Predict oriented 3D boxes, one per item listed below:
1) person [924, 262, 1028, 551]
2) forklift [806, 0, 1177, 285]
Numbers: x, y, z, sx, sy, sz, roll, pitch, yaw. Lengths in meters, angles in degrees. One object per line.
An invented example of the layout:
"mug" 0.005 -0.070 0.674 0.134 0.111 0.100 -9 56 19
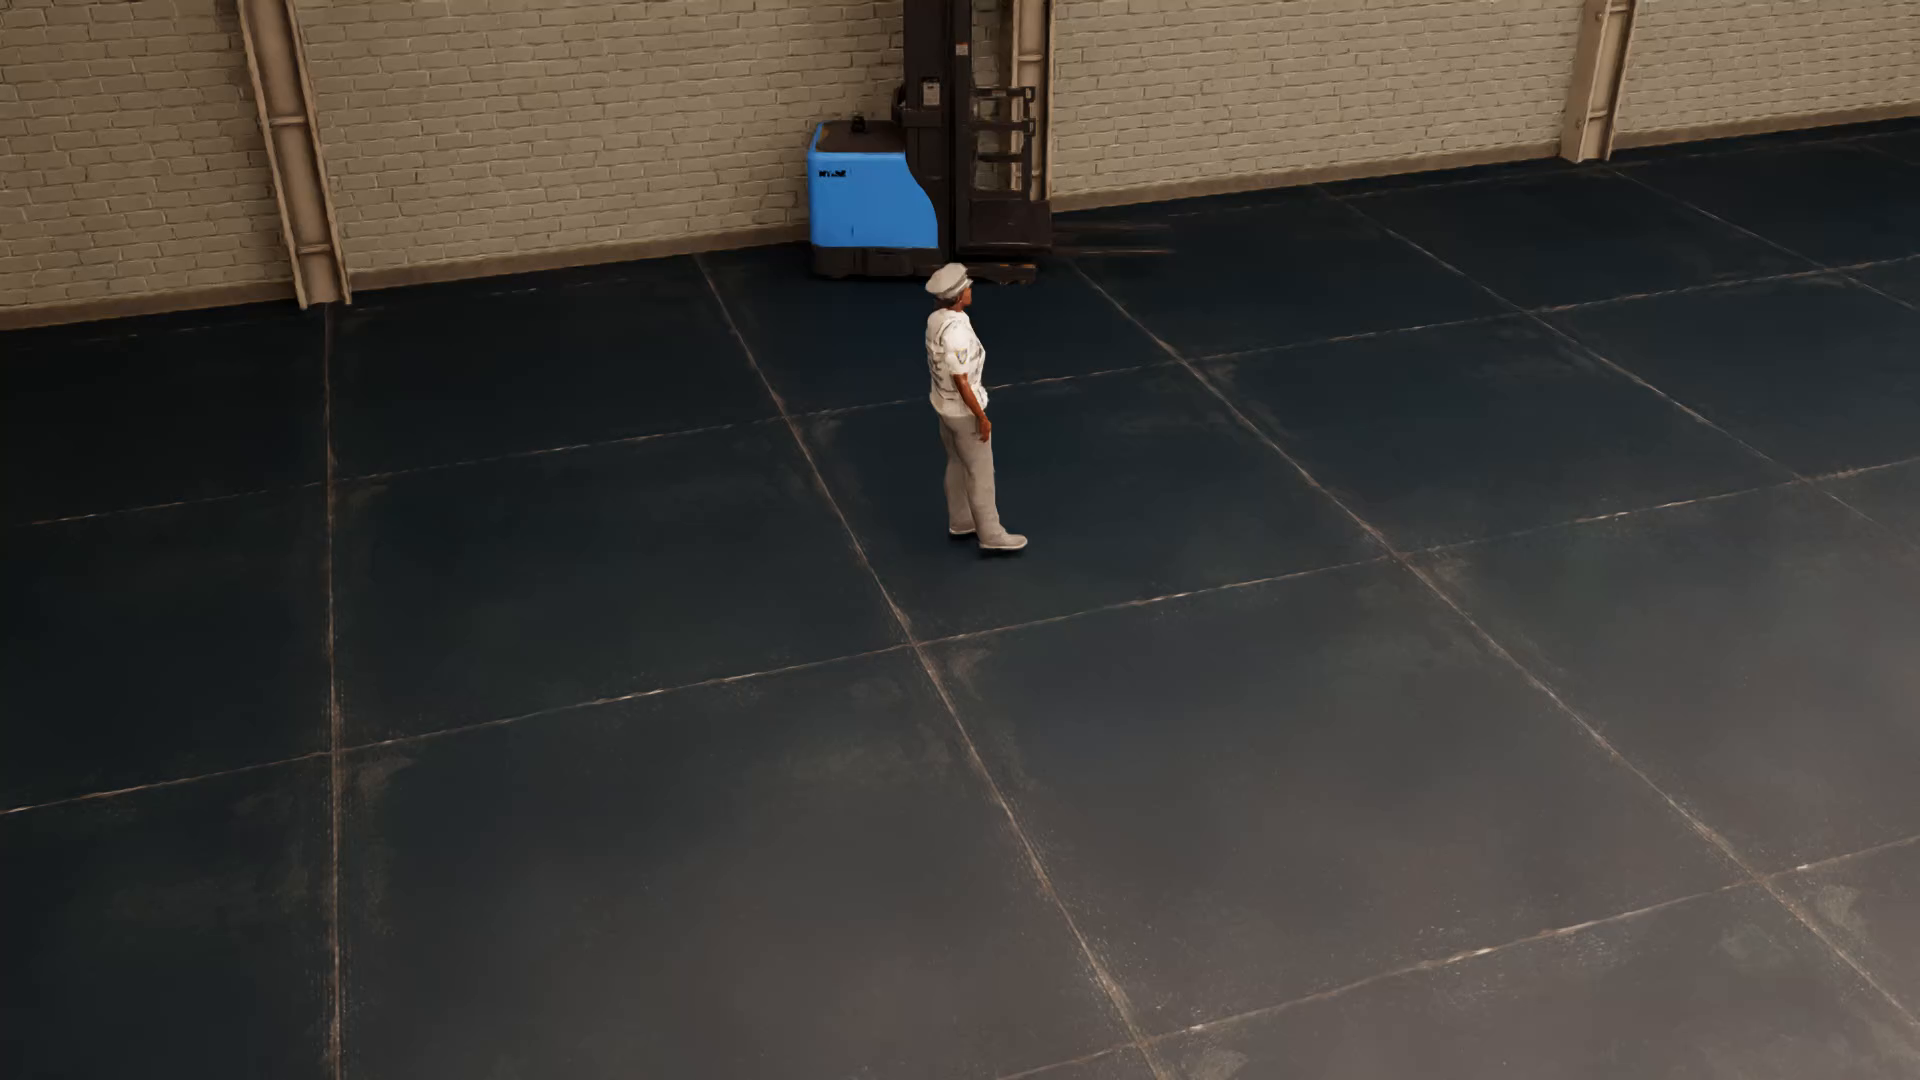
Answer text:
"person" 0.077 -0.778 9.584 0.529 1.695 0.570 -10 31 -16
"forklift" 0.284 -3.641 13.415 3.031 2.935 1.130 1 30 1
